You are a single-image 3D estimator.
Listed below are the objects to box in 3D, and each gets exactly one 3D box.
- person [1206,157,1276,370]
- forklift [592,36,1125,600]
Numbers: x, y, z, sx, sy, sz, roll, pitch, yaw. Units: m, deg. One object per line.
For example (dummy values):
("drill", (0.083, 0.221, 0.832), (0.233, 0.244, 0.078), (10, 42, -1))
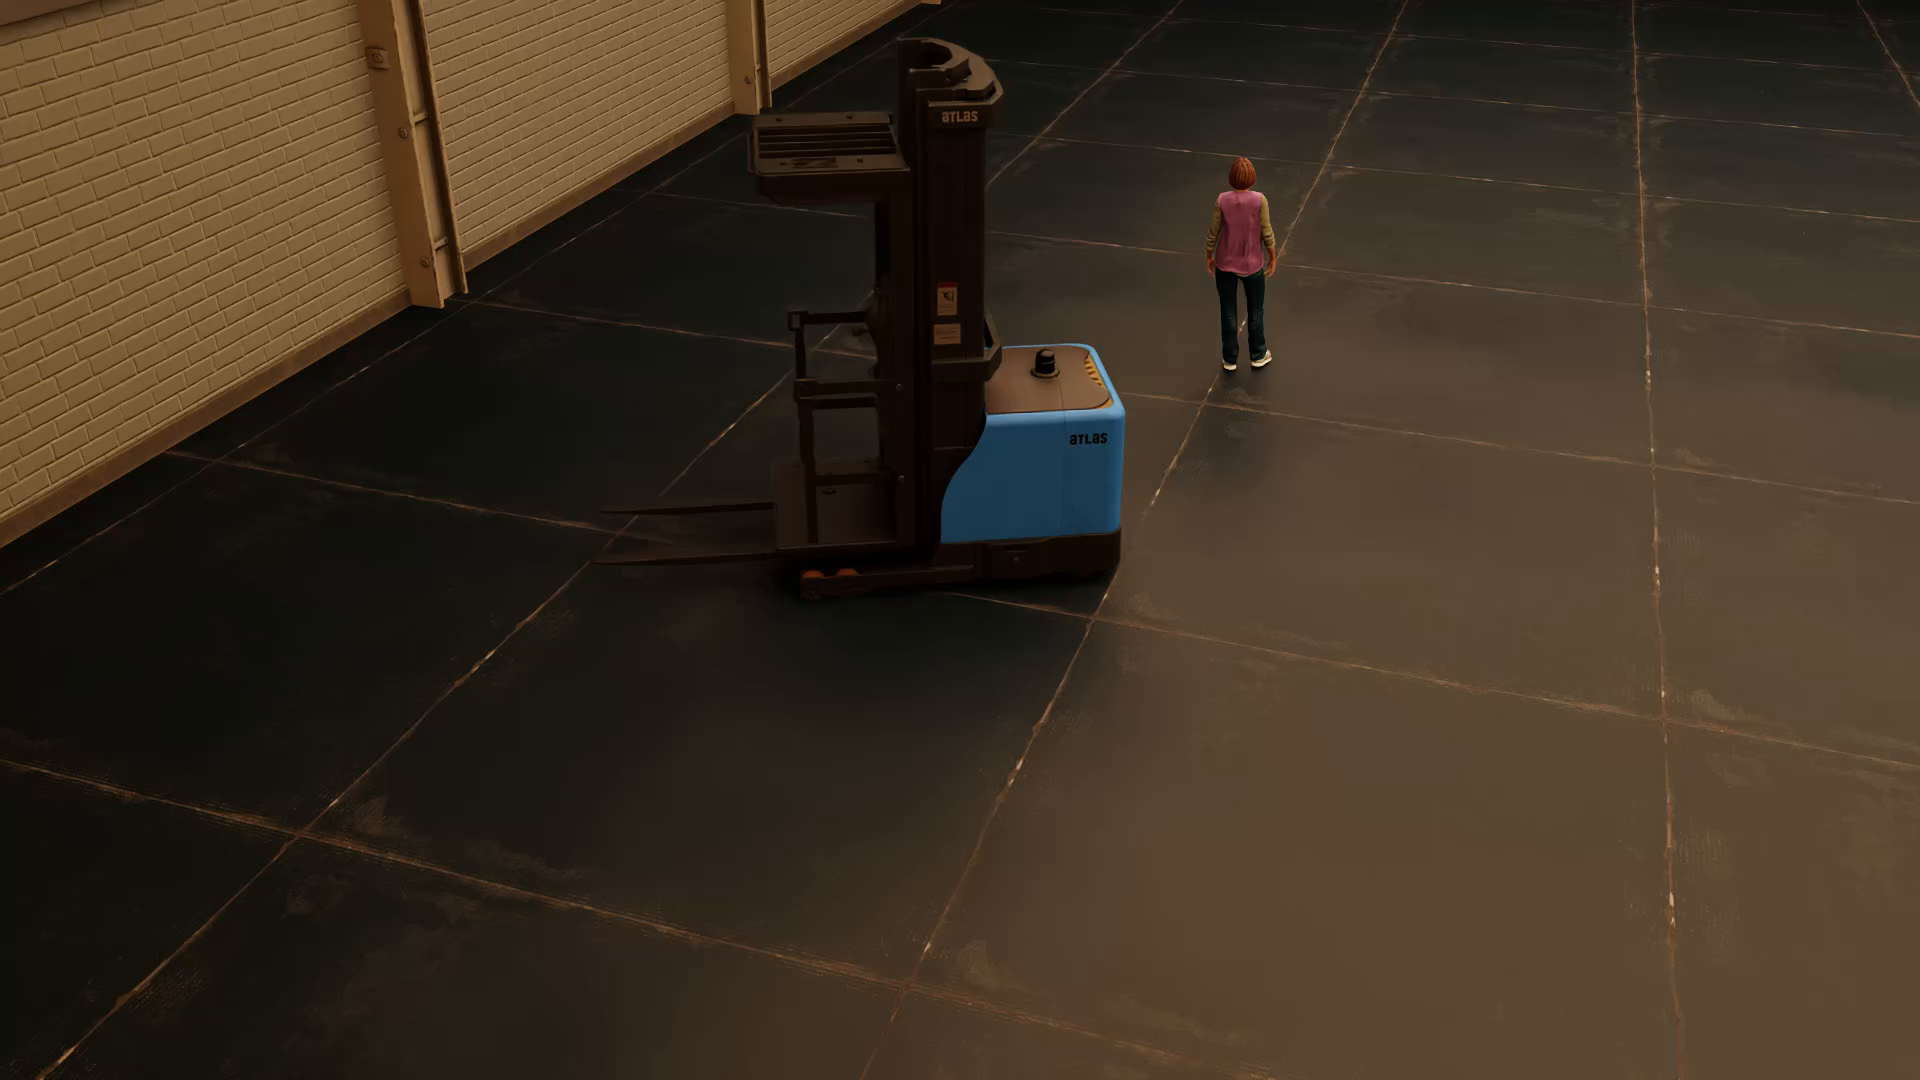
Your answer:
("person", (2.031, -1.995, 11.969), (0.520, 1.600, 0.472), (8, 31, 14))
("forklift", (-0.623, -1.208, 9.256), (3.031, 2.935, 1.130), (-4, 30, -6))
